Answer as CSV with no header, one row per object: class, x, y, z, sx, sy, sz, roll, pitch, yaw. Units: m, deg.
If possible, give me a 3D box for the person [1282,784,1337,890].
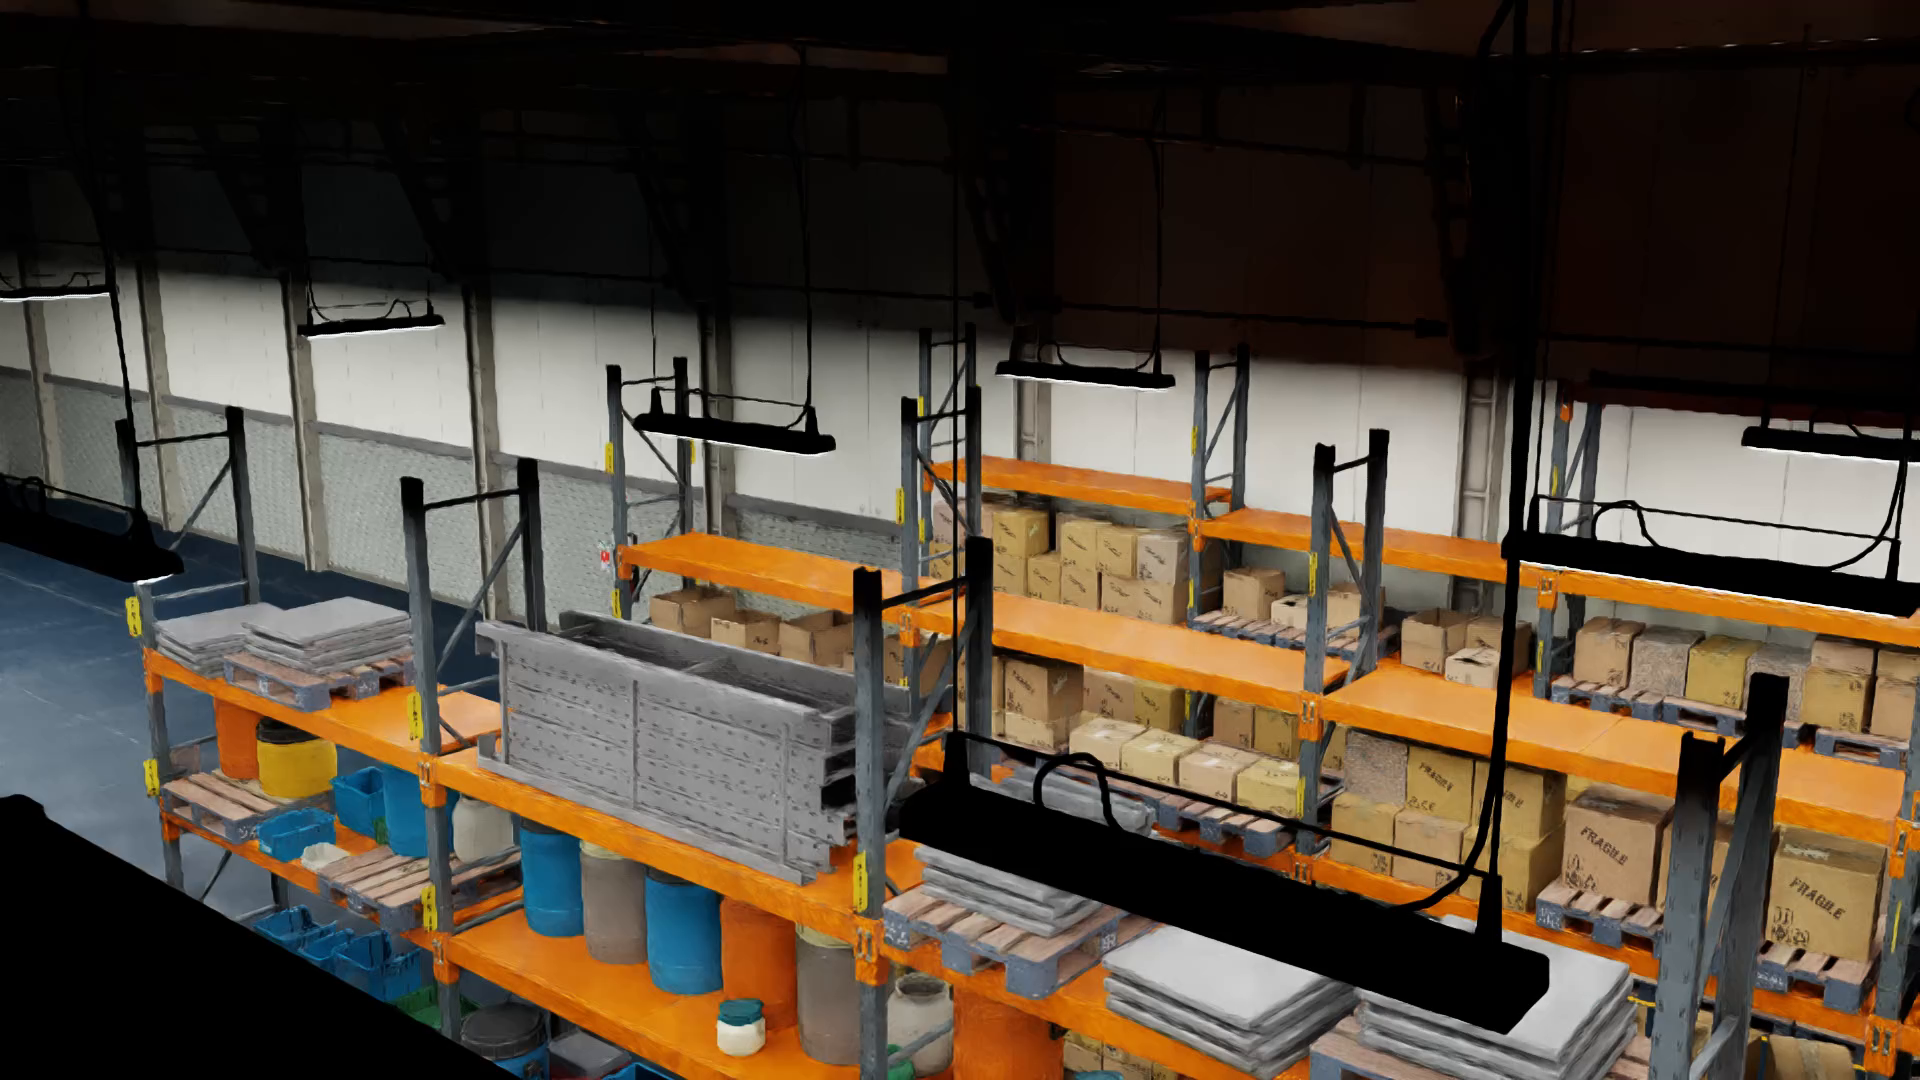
person,3.640,3.376,17.259,0.604,1.781,0.444,3,13,14
